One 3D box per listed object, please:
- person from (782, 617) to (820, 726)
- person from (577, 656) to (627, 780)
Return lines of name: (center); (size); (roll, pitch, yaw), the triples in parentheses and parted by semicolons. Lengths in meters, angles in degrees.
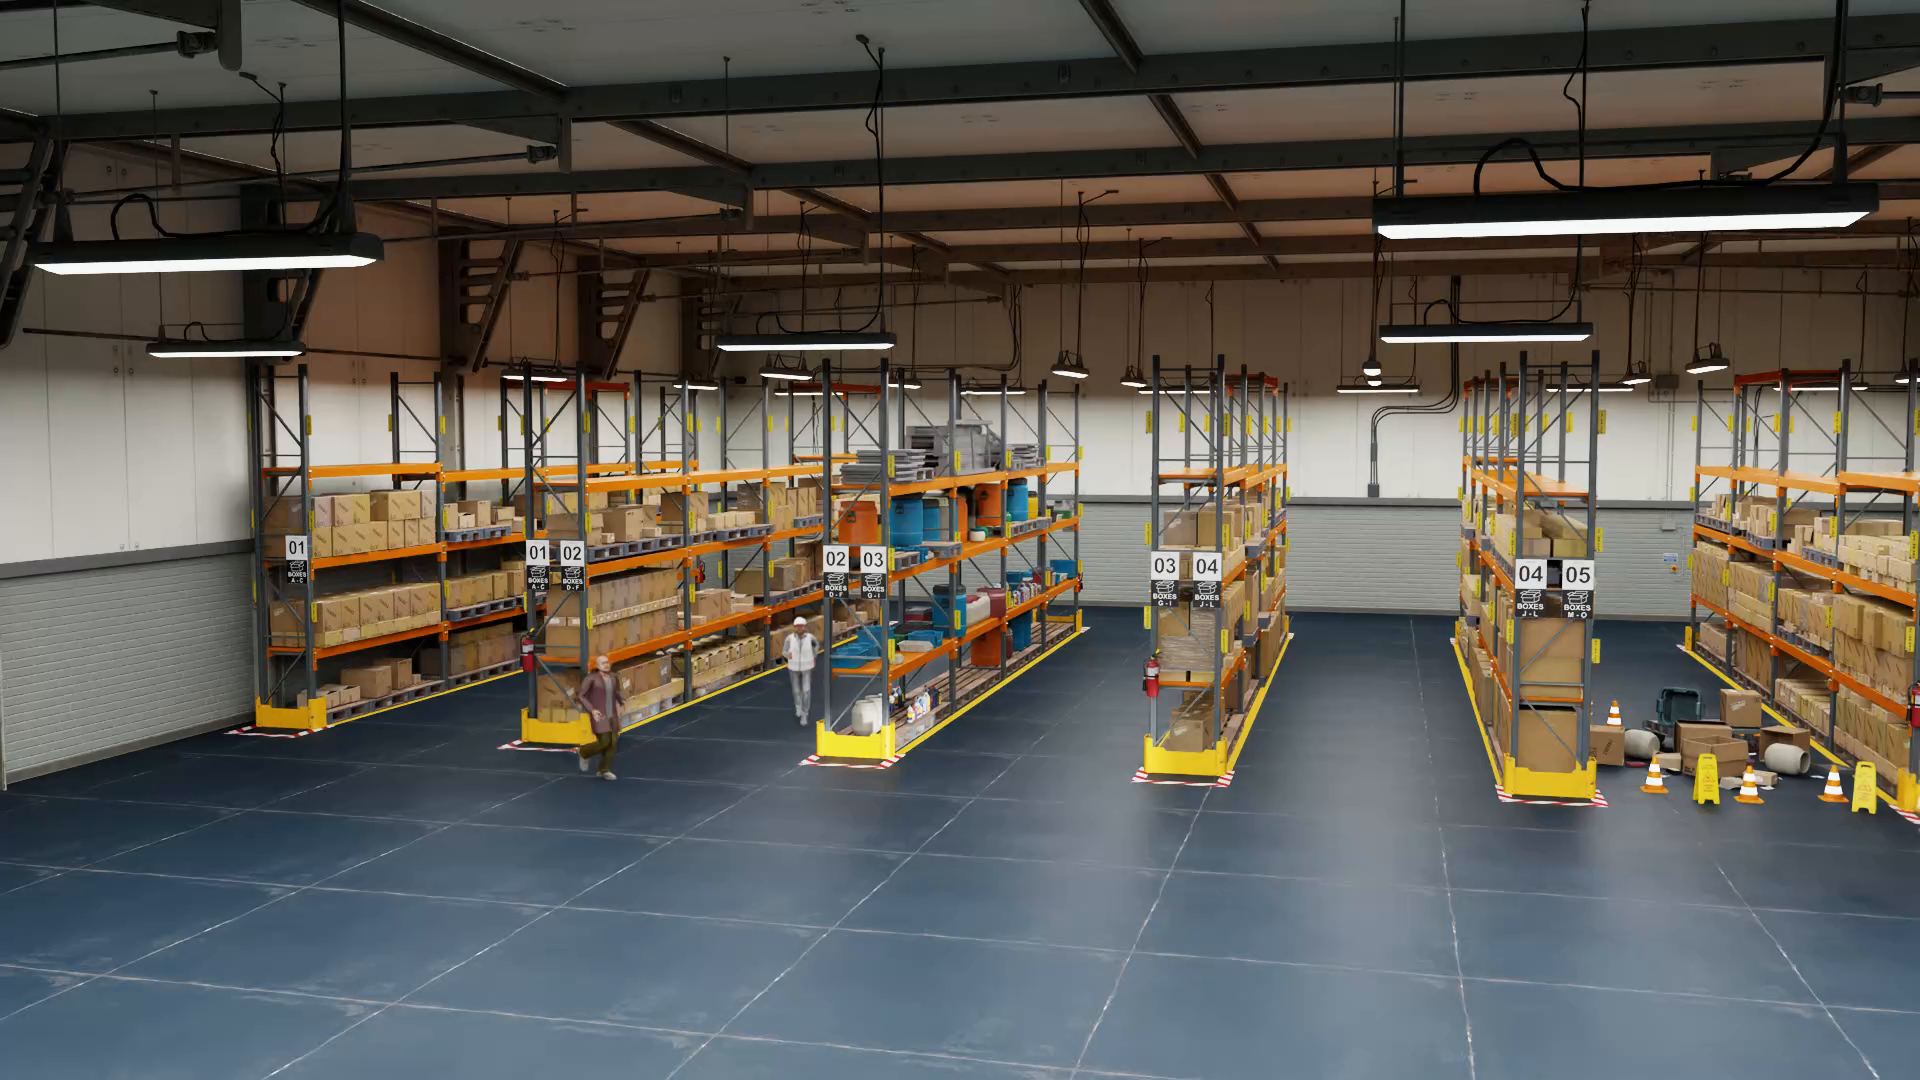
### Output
person: (-2.691, 2.181, 28.069); (0.622, 1.803, 0.900); (0, 4, 0)
person: (-5.086, 2.509, 23.643); (0.691, 1.751, 0.706); (3, 5, 40)
